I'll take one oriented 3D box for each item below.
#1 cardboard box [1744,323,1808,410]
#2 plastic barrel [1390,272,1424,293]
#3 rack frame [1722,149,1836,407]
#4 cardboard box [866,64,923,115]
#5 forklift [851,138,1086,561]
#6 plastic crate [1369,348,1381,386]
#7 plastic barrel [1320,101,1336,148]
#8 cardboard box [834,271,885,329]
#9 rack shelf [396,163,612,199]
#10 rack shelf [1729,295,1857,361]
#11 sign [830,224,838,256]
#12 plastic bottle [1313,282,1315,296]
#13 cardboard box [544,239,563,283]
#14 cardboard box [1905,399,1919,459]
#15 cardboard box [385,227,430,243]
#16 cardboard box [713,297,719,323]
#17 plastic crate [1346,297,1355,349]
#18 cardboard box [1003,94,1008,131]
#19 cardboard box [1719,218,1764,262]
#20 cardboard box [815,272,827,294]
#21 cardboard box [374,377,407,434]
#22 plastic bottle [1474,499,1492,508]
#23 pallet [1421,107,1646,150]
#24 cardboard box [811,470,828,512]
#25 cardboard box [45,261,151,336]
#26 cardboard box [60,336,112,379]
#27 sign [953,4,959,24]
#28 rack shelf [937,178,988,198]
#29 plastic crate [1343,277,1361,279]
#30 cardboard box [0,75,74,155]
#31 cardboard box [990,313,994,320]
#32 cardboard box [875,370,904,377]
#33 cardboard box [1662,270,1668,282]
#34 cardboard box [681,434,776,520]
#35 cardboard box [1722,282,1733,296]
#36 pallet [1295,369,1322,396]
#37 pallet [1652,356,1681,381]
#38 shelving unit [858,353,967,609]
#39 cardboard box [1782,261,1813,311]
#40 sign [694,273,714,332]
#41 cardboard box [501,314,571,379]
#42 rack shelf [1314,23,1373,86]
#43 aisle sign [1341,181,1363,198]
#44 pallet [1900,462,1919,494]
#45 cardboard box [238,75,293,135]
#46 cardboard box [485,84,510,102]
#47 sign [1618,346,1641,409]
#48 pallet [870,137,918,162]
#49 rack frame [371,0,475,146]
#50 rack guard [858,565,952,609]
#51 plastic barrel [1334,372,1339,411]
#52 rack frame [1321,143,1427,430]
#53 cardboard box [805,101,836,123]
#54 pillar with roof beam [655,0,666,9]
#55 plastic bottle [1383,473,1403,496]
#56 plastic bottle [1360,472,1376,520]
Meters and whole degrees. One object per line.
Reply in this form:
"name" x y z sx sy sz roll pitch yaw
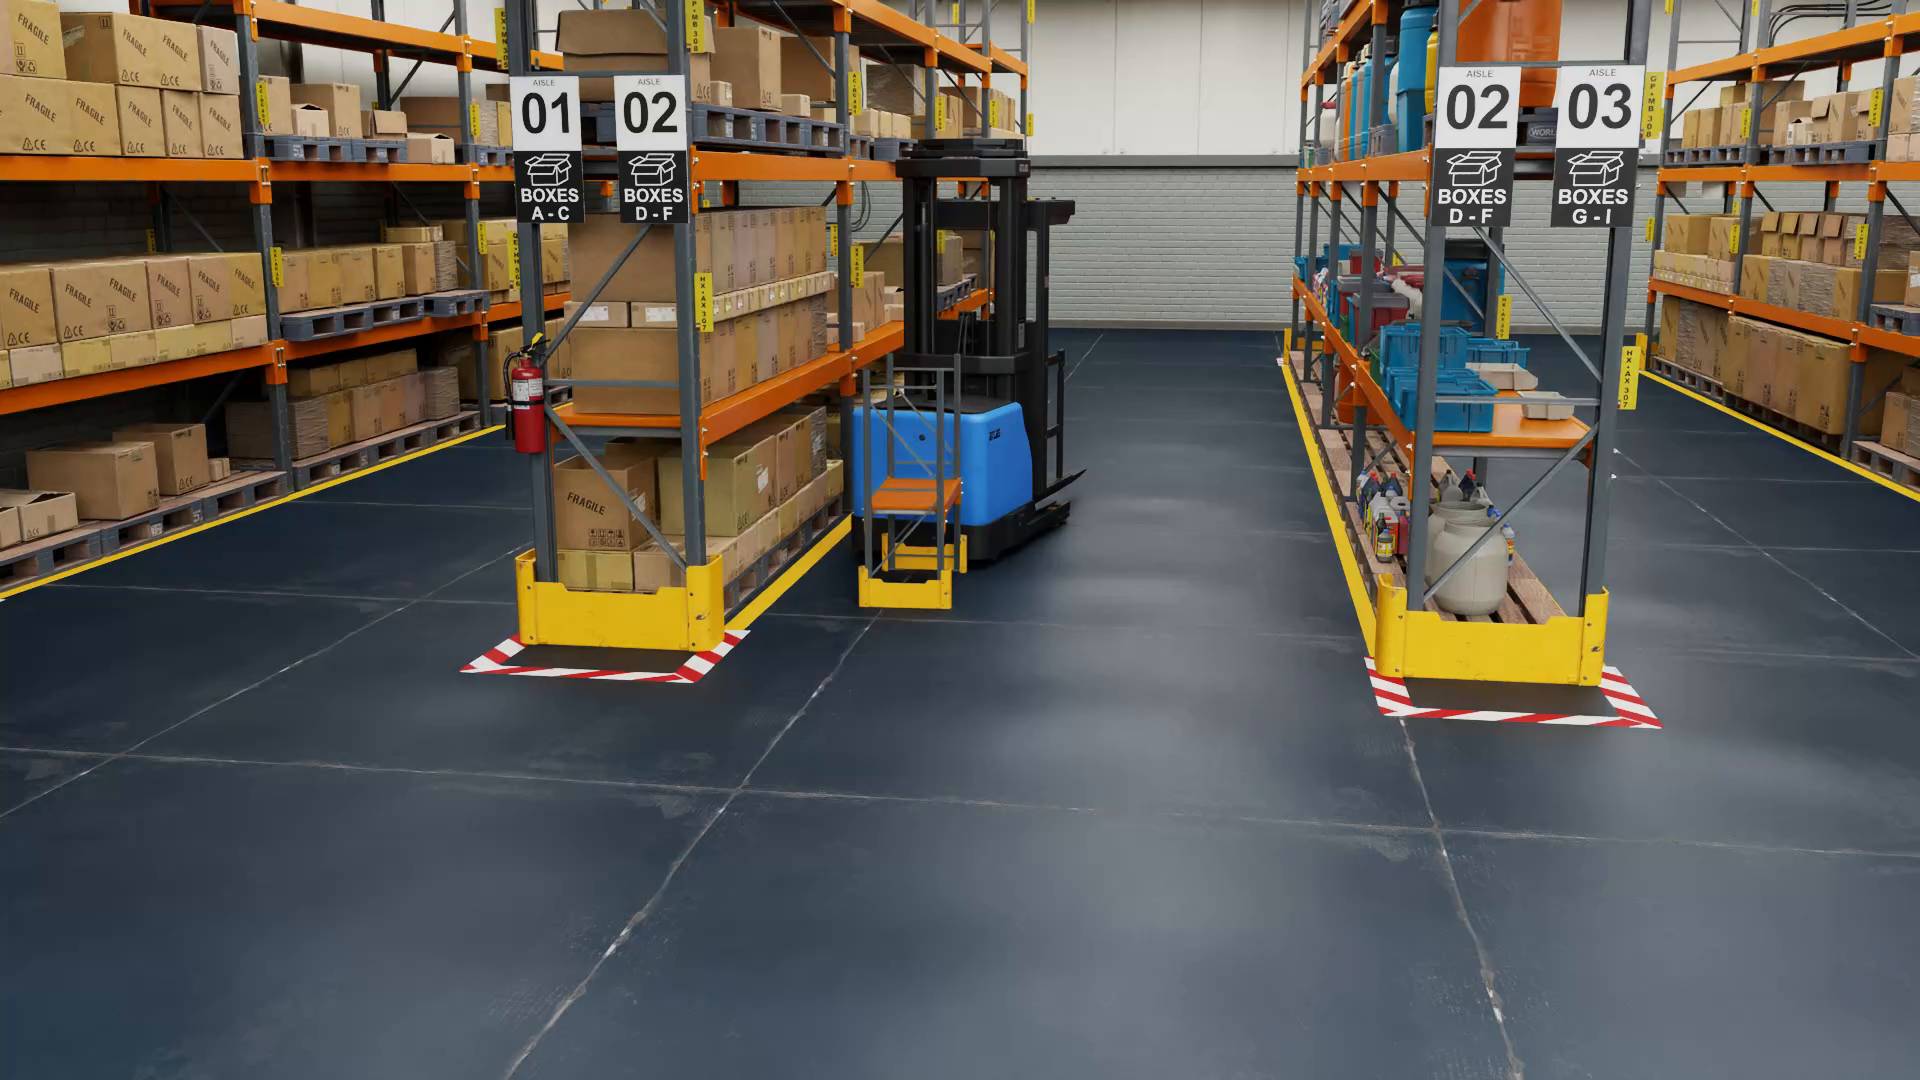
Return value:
"cardboard box" 9.440 -1.907 18.270 1.225 0.875 0.875 1 12 7
"plastic barrel" 4.199 -2.222 15.418 0.421 0.512 0.421 0 12 0
"rack frame" 9.656 -3.061 19.575 1.000 3.000 0.127 2 12 9
"cardboard box" -0.674 -4.644 17.193 0.500 0.500 0.500 2 12 9
"forklift" 0.225 -1.556 12.756 1.130 2.935 3.031 5 13 21
"plastic crate" 3.044 -1.179 11.346 0.450 0.188 0.662 2 12 9
"plastic barrel" 4.433 -4.858 19.474 0.433 0.535 0.433 0 12 0
"cardboard box" -0.989 -2.249 15.570 0.500 0.500 0.500 1 12 6
"rack shelf" -5.335 -4.240 19.637 1.077 0.370 4.000 2 12 9
"rack shelf" 9.348 -2.293 17.719 1.077 0.370 4.000 2 12 9
"sign" -1.285 -3.093 17.163 0.100 0.325 0.005 2 12 9
"plastic bottle" 4.263 -3.009 19.807 0.097 0.201 0.097 0 12 0
"cardboard box" -5.076 -3.327 19.820 0.500 0.500 0.500 2 12 10
"cardboard box" 8.885 -0.965 14.740 0.700 0.500 0.500 1 12 4
"cardboard box" -5.701 -3.150 17.169 0.380 0.149 0.250 0 12 -1
"cardboard box" -1.667 -1.380 10.000 0.380 0.149 0.250 2 12 7
"plastic crate" 3.394 -1.788 13.706 0.392 0.384 0.575 2 12 9
"cardboard box" 0.289 -5.903 23.032 0.700 0.500 0.500 2 12 9
"cardboard box" 9.462 -3.604 19.965 0.500 0.500 0.500 2 12 10
"cardboard box" -1.233 -1.968 12.728 0.380 0.149 0.250 2 12 7
"cardboard box" -5.944 -1.343 16.495 0.700 0.500 0.500 2 12 8
"plastic bottle" 3.609 -0.155 11.514 0.152 0.276 0.135 2 12 10
"pallet" 3.140 -2.266 9.217 1.003 0.211 1.213 2 12 9
"cardboard box" -1.305 -0.371 12.624 0.500 0.250 0.500 2 12 9
"cardboard box" -6.264 -1.755 12.043 0.500 0.500 0.500 2 12 10
"cardboard box" -6.334 -1.286 11.650 0.500 0.250 0.500 2 12 8
"sign" -0.053 -7.661 24.275 0.100 0.325 0.005 2 12 9
"rack shelf" -0.440 -4.081 18.896 1.077 0.370 4.000 2 12 9
"plastic crate" 4.974 -3.214 20.769 0.396 0.136 0.243 2 12 9
"cardboard box" -6.381 -2.849 11.190 0.500 0.500 0.500 2 12 11
"cardboard box" 0.643 -3.087 24.586 0.500 0.500 0.500 2 12 9
"cardboard box" -0.585 -1.568 16.848 0.500 0.311 0.500 2 12 10
"cardboard box" 9.813 -3.600 22.676 0.380 0.149 0.250 2 12 7
"cardboard box" -1.536 -0.425 11.096 0.500 0.500 0.500 2 12 9
"cardboard box" 9.379 -3.012 19.945 0.380 0.149 0.250 2 12 9
"pallet" 4.836 -2.012 21.329 1.003 0.211 1.213 2 12 9
"pallet" 10.225 -2.361 22.948 1.003 0.211 1.213 2 12 9
"shelving unit" -0.296 -0.417 10.868 0.587 1.500 1.083 1 12 6
"cardboard box" 9.110 -2.705 17.689 0.500 0.500 0.500 2 12 10
"sign" -1.430 -1.327 9.288 0.100 0.325 0.005 2 12 9
"cardboard box" -5.133 -2.372 20.485 0.750 0.750 0.750 2 12 10
"rack shelf" 4.454 -5.190 17.874 1.077 0.370 4.000 2 12 9
"aisle sign" 5.677 -5.330 23.935 0.394 0.787 0.004 2 12 9
"pallet" 8.729 -0.449 14.075 1.003 0.211 1.213 2 12 9
"cardboard box" -6.095 -3.708 14.227 0.500 0.500 0.500 4 13 17
"cardboard box" -5.363 -5.345 19.992 0.500 0.250 0.500 1 12 7
"sign" 3.459 -0.840 8.612 0.100 0.325 0.005 2 12 9
"pallet" -0.932 -3.547 15.159 1.003 0.211 1.213 2 12 11
"rack frame" -5.643 -5.642 17.313 1.000 3.000 0.127 2 12 9
"rack guard" -0.347 0.298 10.515 0.587 0.250 0.087 1 12 6
"plastic barrel" 4.203 -1.600 17.708 0.421 0.512 0.421 0 12 0
"rack frame" 4.146 -2.388 16.456 1.000 3.000 0.127 2 12 9
"cardboard box" -1.258 -3.443 13.590 0.500 0.250 0.500 3 13 15
"pillar with roof beam" -0.598 -7.758 27.132 9.100 9.000 0.400 2 12 9
"plastic bottle" 3.140 -0.317 12.086 0.144 0.351 0.185 2 12 9
"plastic bottle" 2.997 -0.321 12.108 0.144 0.351 0.185 2 12 10
